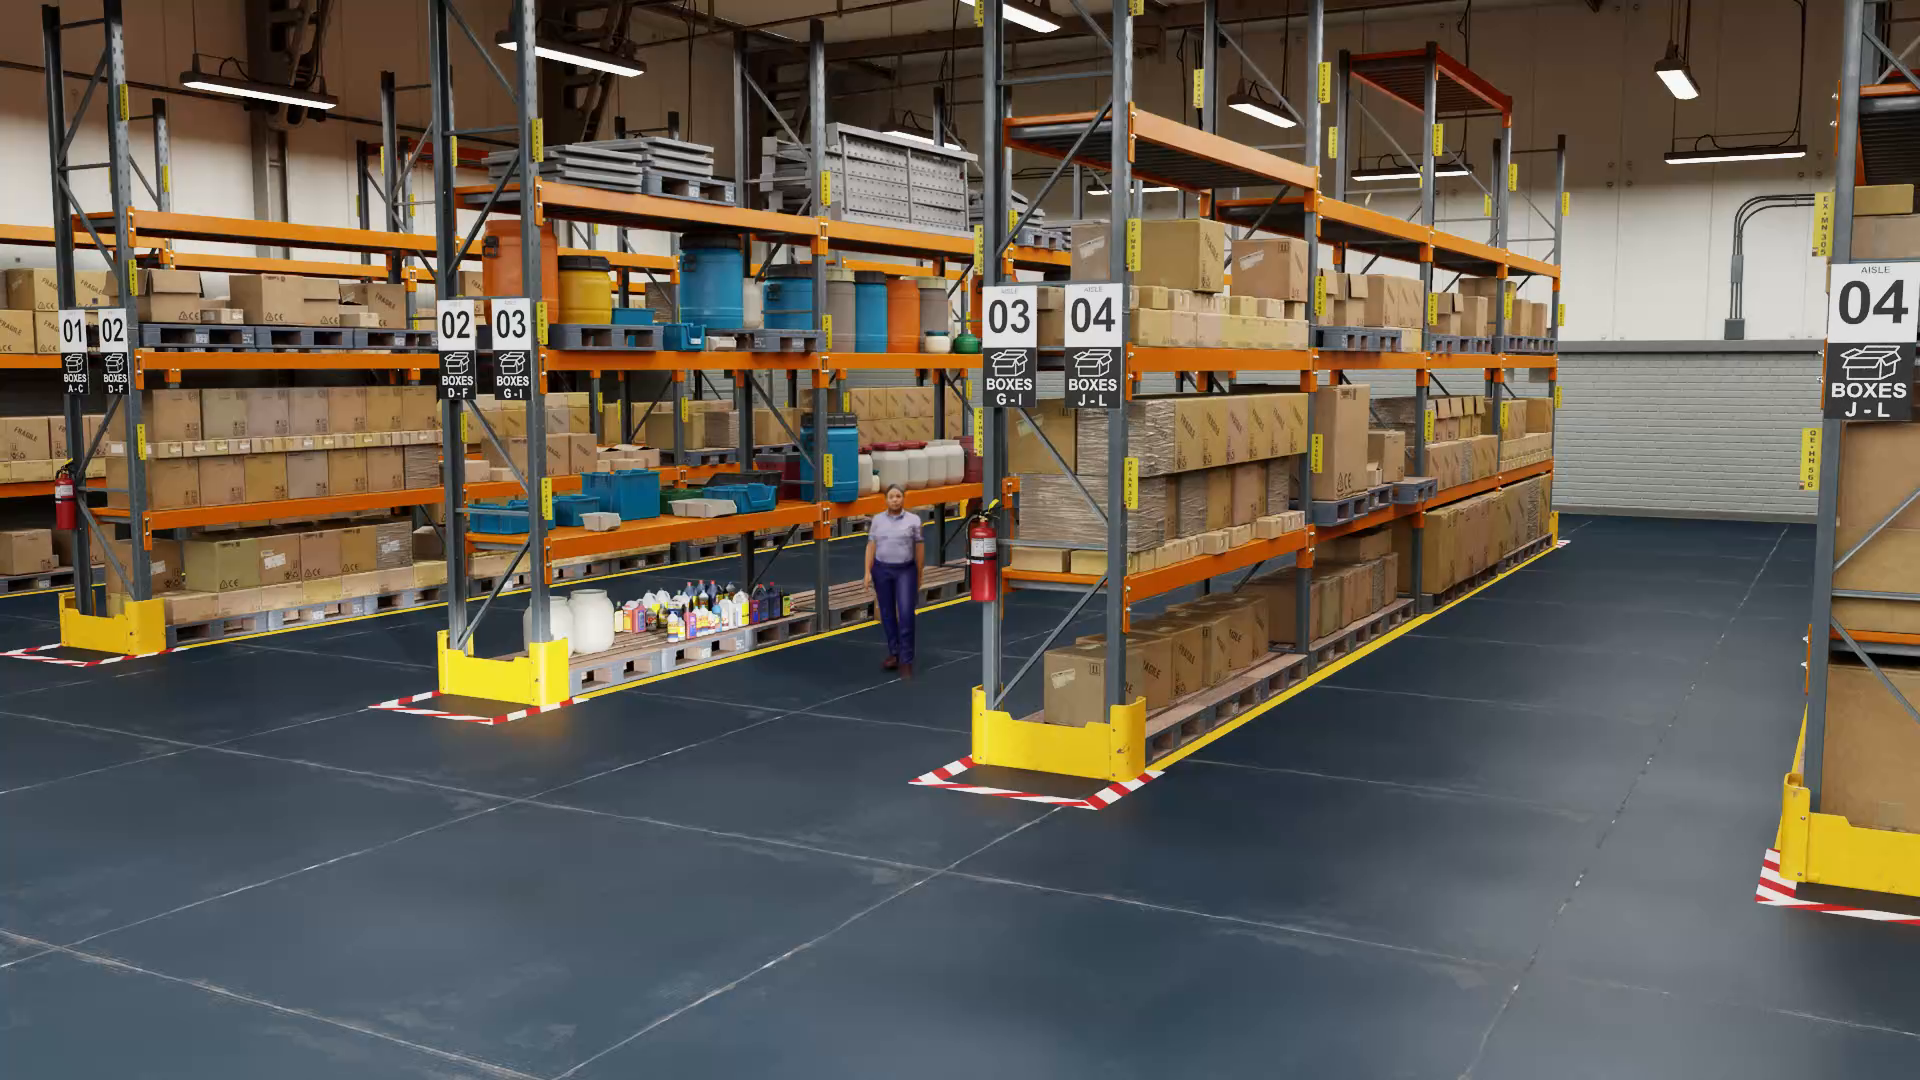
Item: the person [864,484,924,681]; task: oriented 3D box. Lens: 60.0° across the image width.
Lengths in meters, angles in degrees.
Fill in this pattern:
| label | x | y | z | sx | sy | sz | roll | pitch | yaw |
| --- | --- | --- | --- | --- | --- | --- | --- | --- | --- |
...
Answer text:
| label | x | y | z | sx | sy | sz | roll | pitch | yaw |
| --- | --- | --- | --- | --- | --- | --- | --- | --- | --- |
| person | -0.580 | 0.359 | 14.468 | 0.498 | 1.691 | 0.718 | 1 | 6 | 9 |
